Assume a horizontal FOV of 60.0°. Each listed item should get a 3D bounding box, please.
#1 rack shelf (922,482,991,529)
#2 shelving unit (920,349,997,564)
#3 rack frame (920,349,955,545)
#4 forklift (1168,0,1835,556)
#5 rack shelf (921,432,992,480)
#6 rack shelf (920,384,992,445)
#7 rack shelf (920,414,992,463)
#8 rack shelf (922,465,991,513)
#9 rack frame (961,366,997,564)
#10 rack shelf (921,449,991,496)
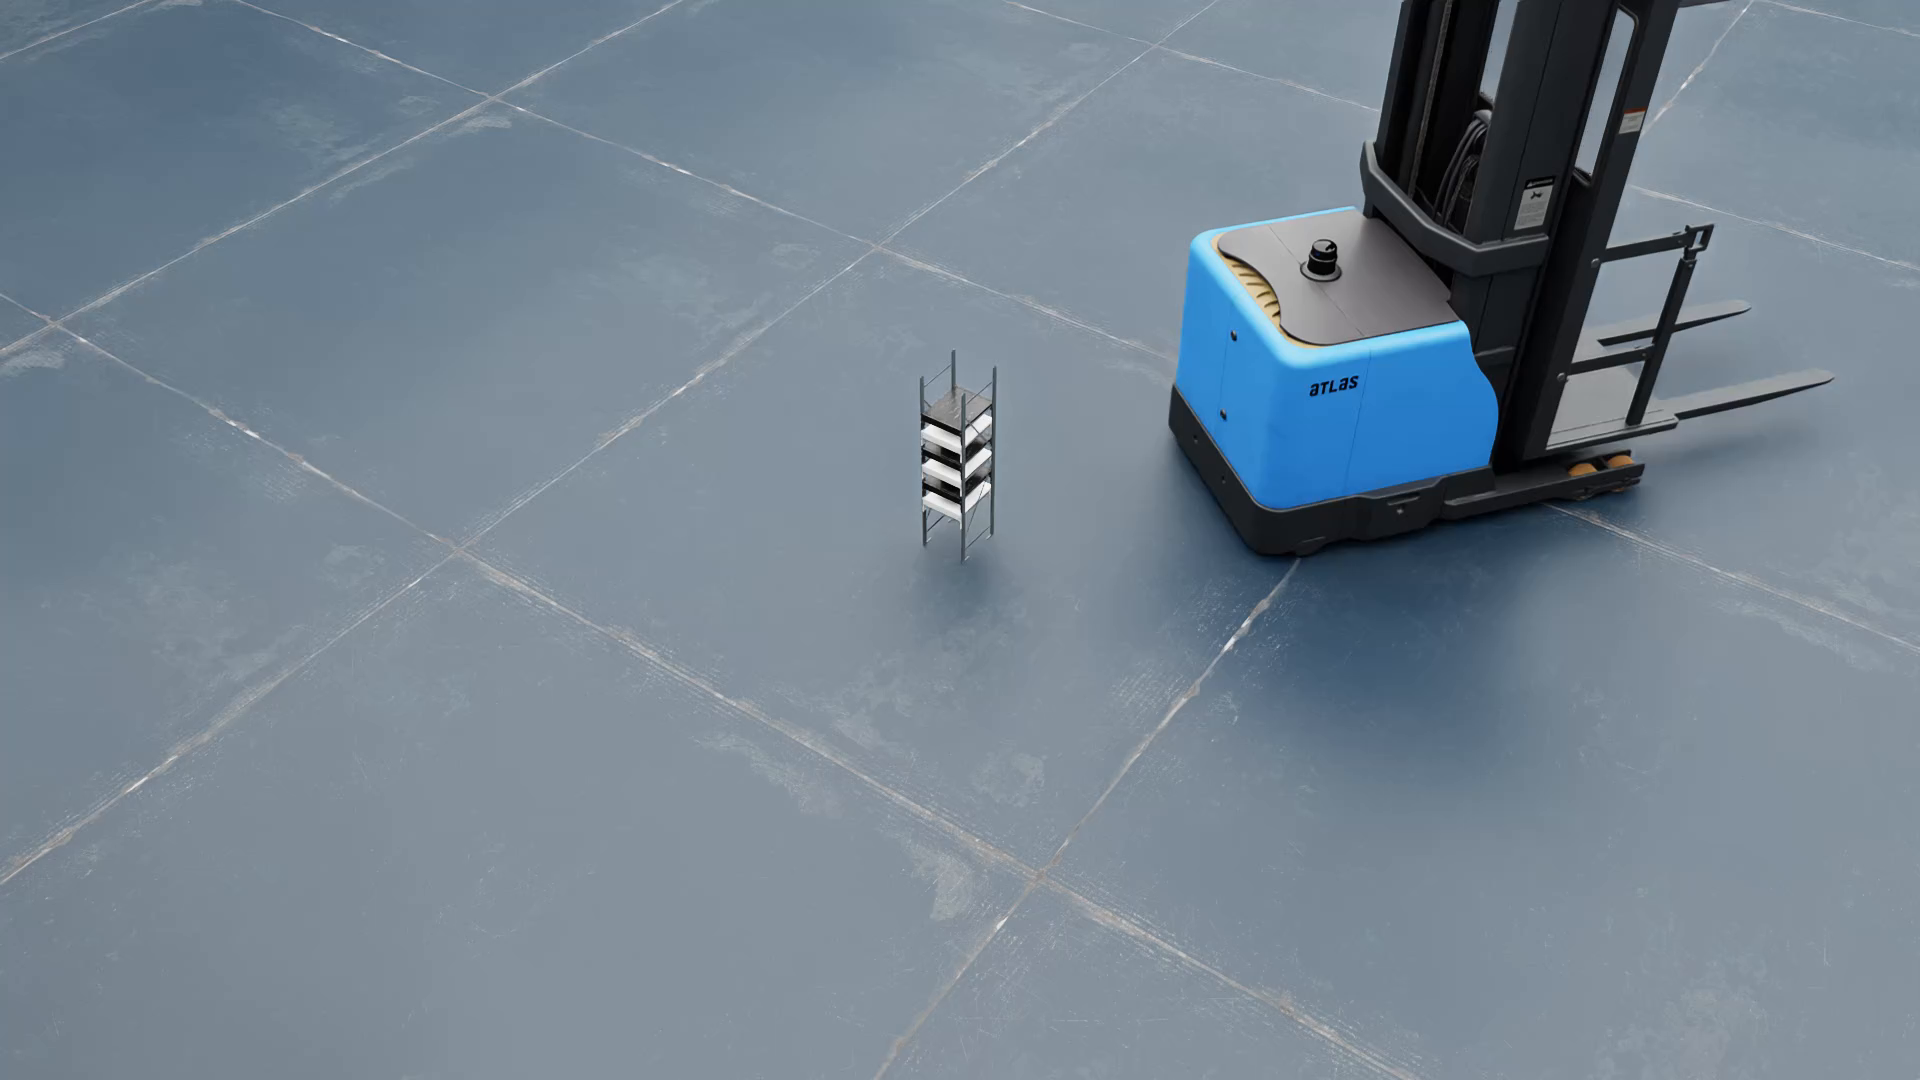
[{"bbox_3d":[-0.007,-0.179,7.096,0.200,0.077,0.258,25,48,25],"label":"rack shelf"},{"bbox_3d":[-0.007,-0.338,6.953,0.210,0.900,0.258,25,48,25],"label":"shelving unit"},{"bbox_3d":[-0.090,-0.377,6.997,0.006,0.900,0.240,25,48,25],"label":"rack frame"},{"bbox_3d":[2.546,-1.596,6.836,3.031,2.935,1.130,-12,43,-13],"label":"forklift"},{"bbox_3d":[-0.007,-0.381,6.916,0.200,0.077,0.258,25,48,25],"label":"rack shelf"},{"bbox_3d":[-0.007,-0.515,6.796,0.200,0.077,0.258,25,48,25],"label":"rack shelf"},{"bbox_3d":[-0.007,-0.448,6.856,0.200,0.077,0.258,25,48,25],"label":"rack shelf"},{"bbox_3d":[-0.007,-0.247,7.036,0.200,0.077,0.258,25,48,25],"label":"rack shelf"},{"bbox_3d":[0.077,-0.300,6.910,0.006,0.900,0.240,25,48,25],"label":"rack frame"},{"bbox_3d":[-0.007,-0.314,6.976,0.200,0.077,0.258,25,48,25],"label":"rack shelf"}]
